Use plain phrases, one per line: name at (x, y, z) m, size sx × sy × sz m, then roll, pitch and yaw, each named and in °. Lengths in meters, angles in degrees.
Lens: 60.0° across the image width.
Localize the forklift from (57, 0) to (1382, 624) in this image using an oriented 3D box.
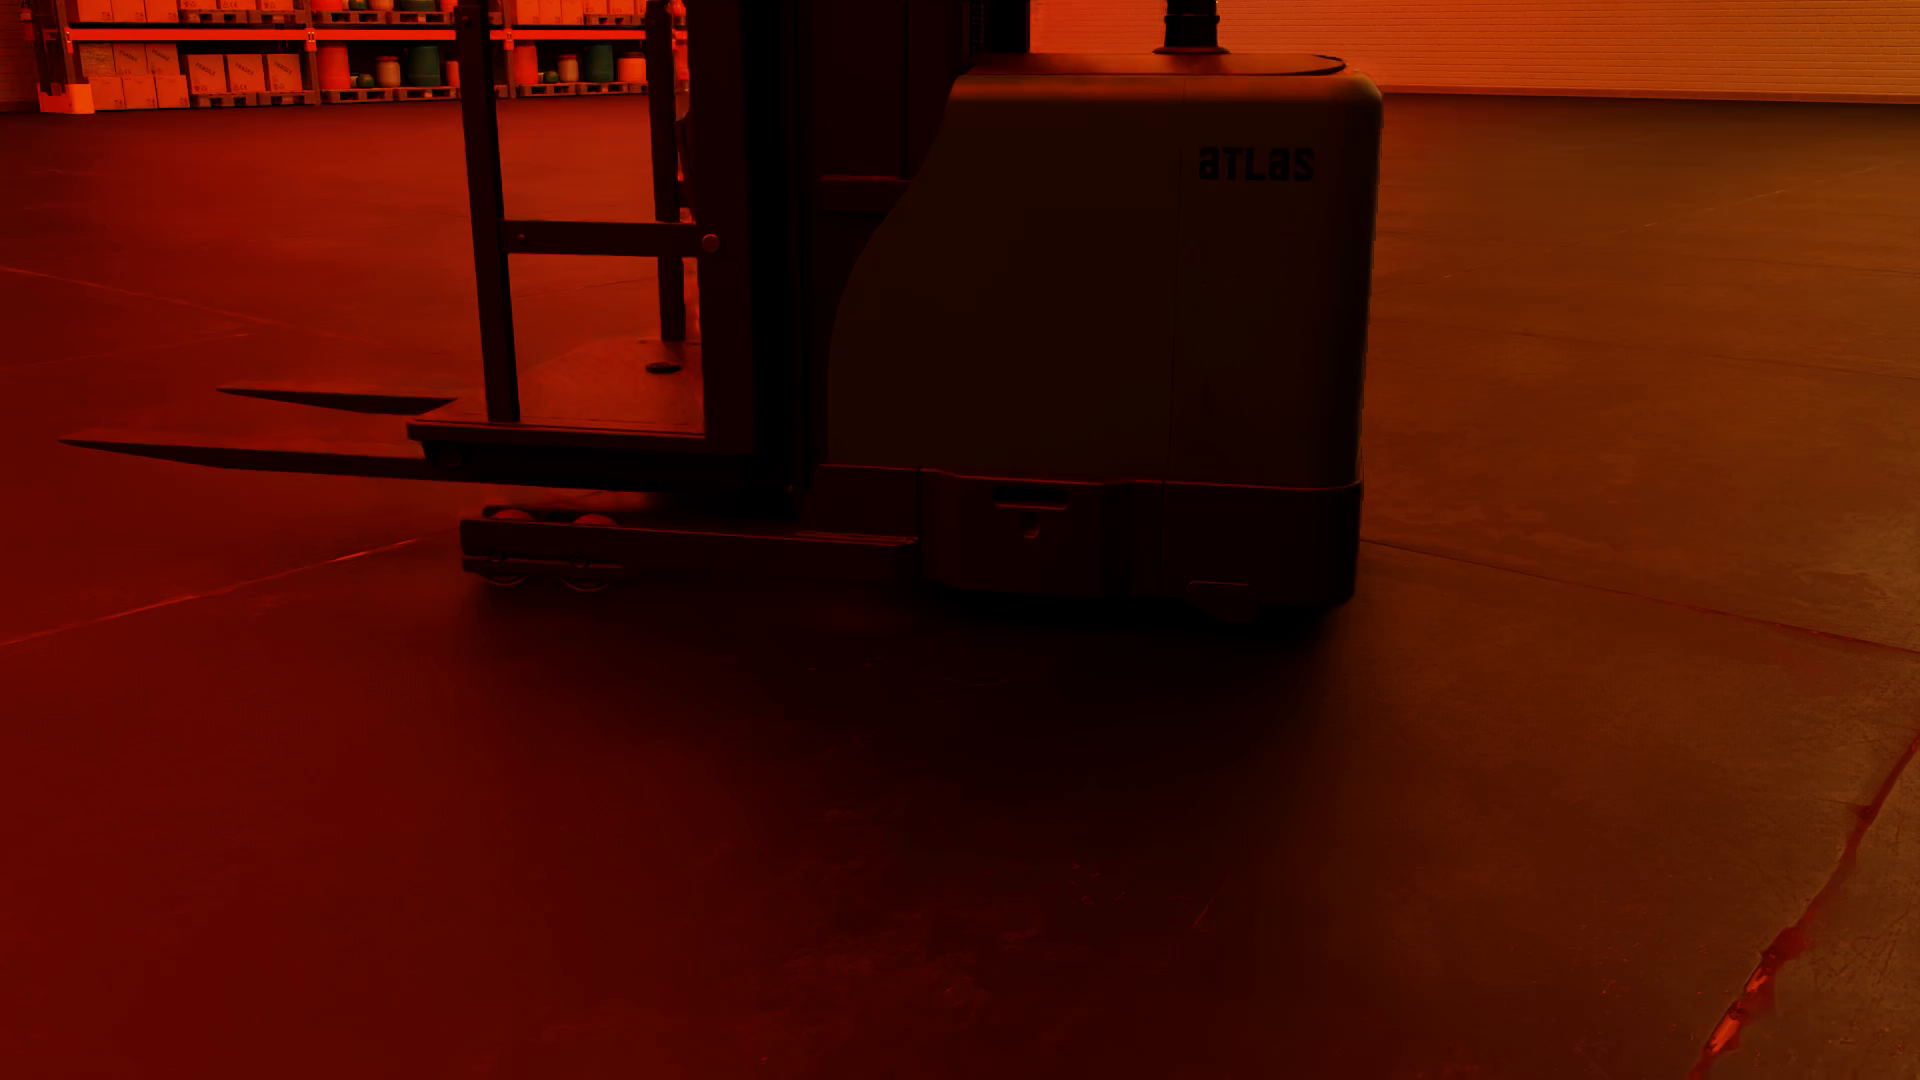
forklift at (-0.608, -1.435, 3.622) m, size 3.031 × 2.935 × 1.130 m, roll 3°, pitch 17°, yaw 11°
